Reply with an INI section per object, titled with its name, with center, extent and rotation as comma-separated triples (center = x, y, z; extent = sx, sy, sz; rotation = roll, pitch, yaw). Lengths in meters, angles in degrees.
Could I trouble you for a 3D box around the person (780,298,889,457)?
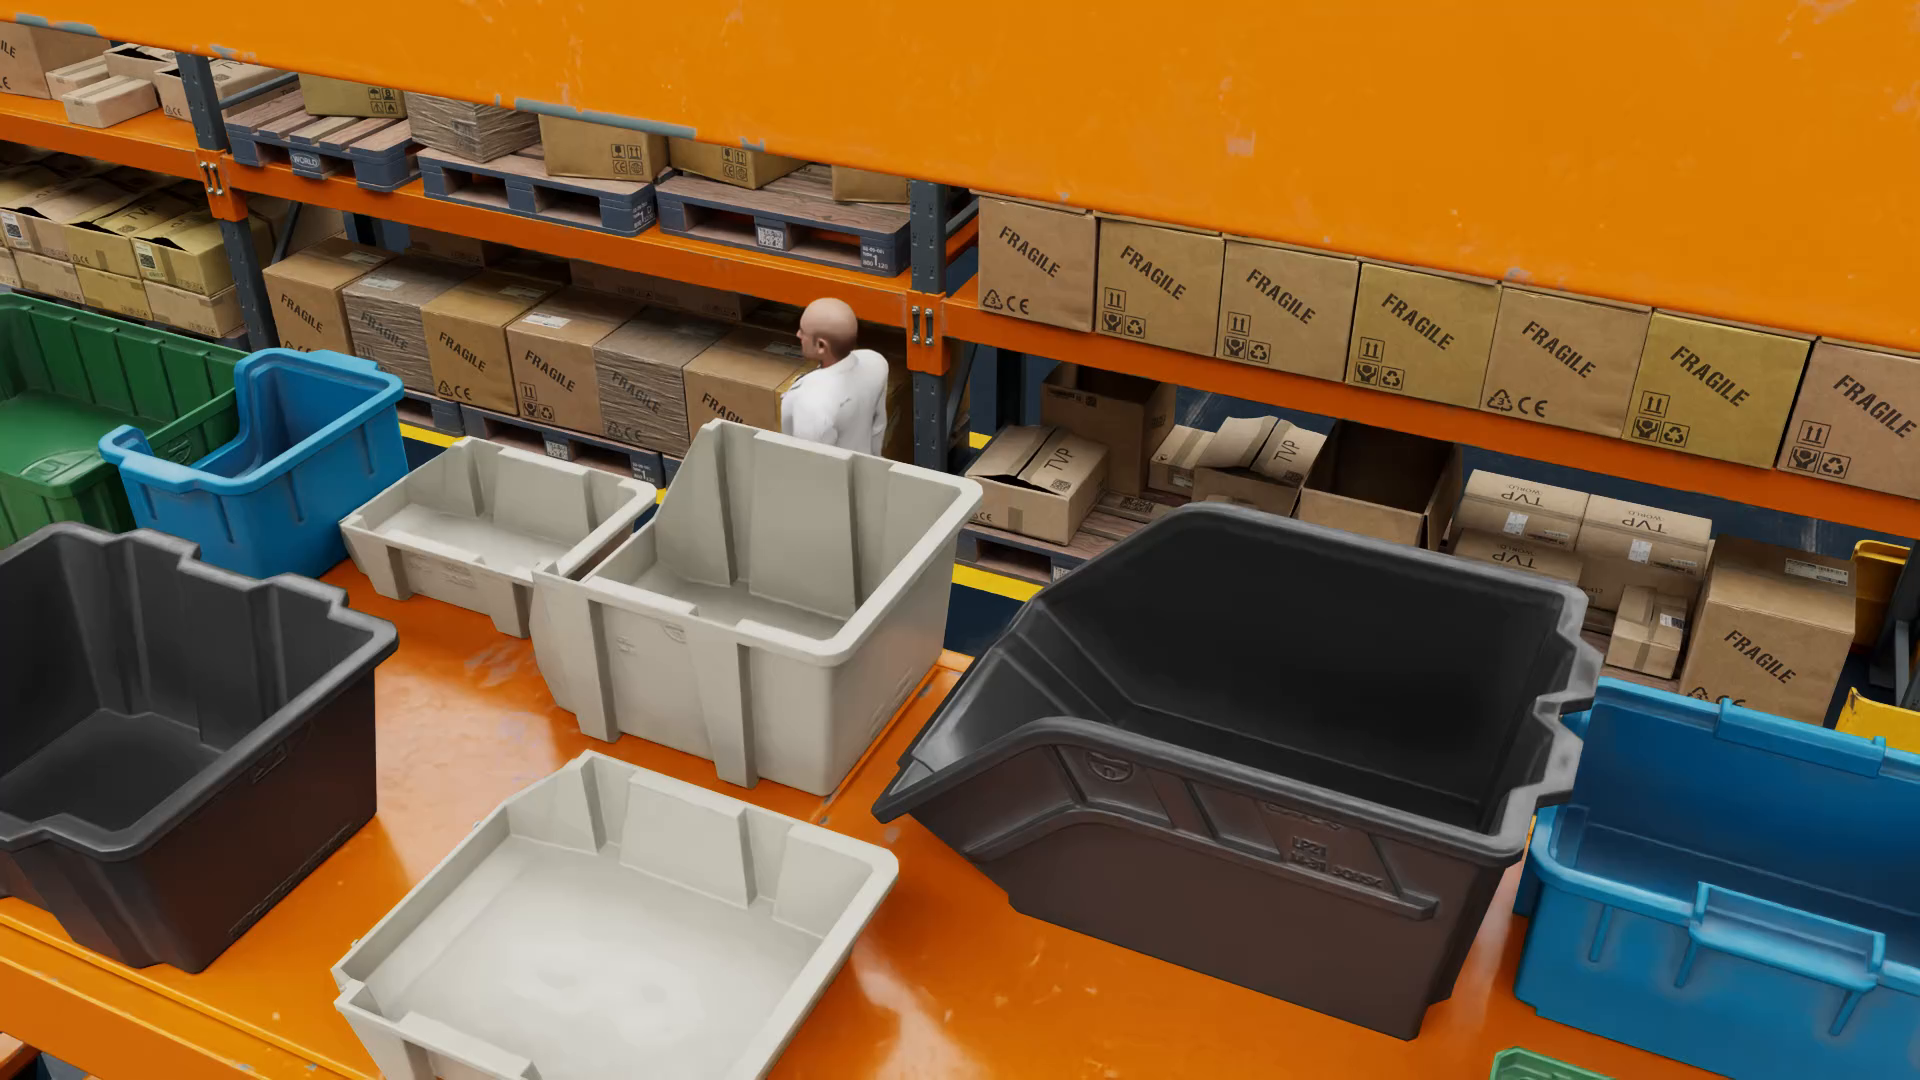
[person]
center = -0.499, -0.091, 6.363
extent = 0.429, 1.833, 0.601
rotation = 15, 36, 22
